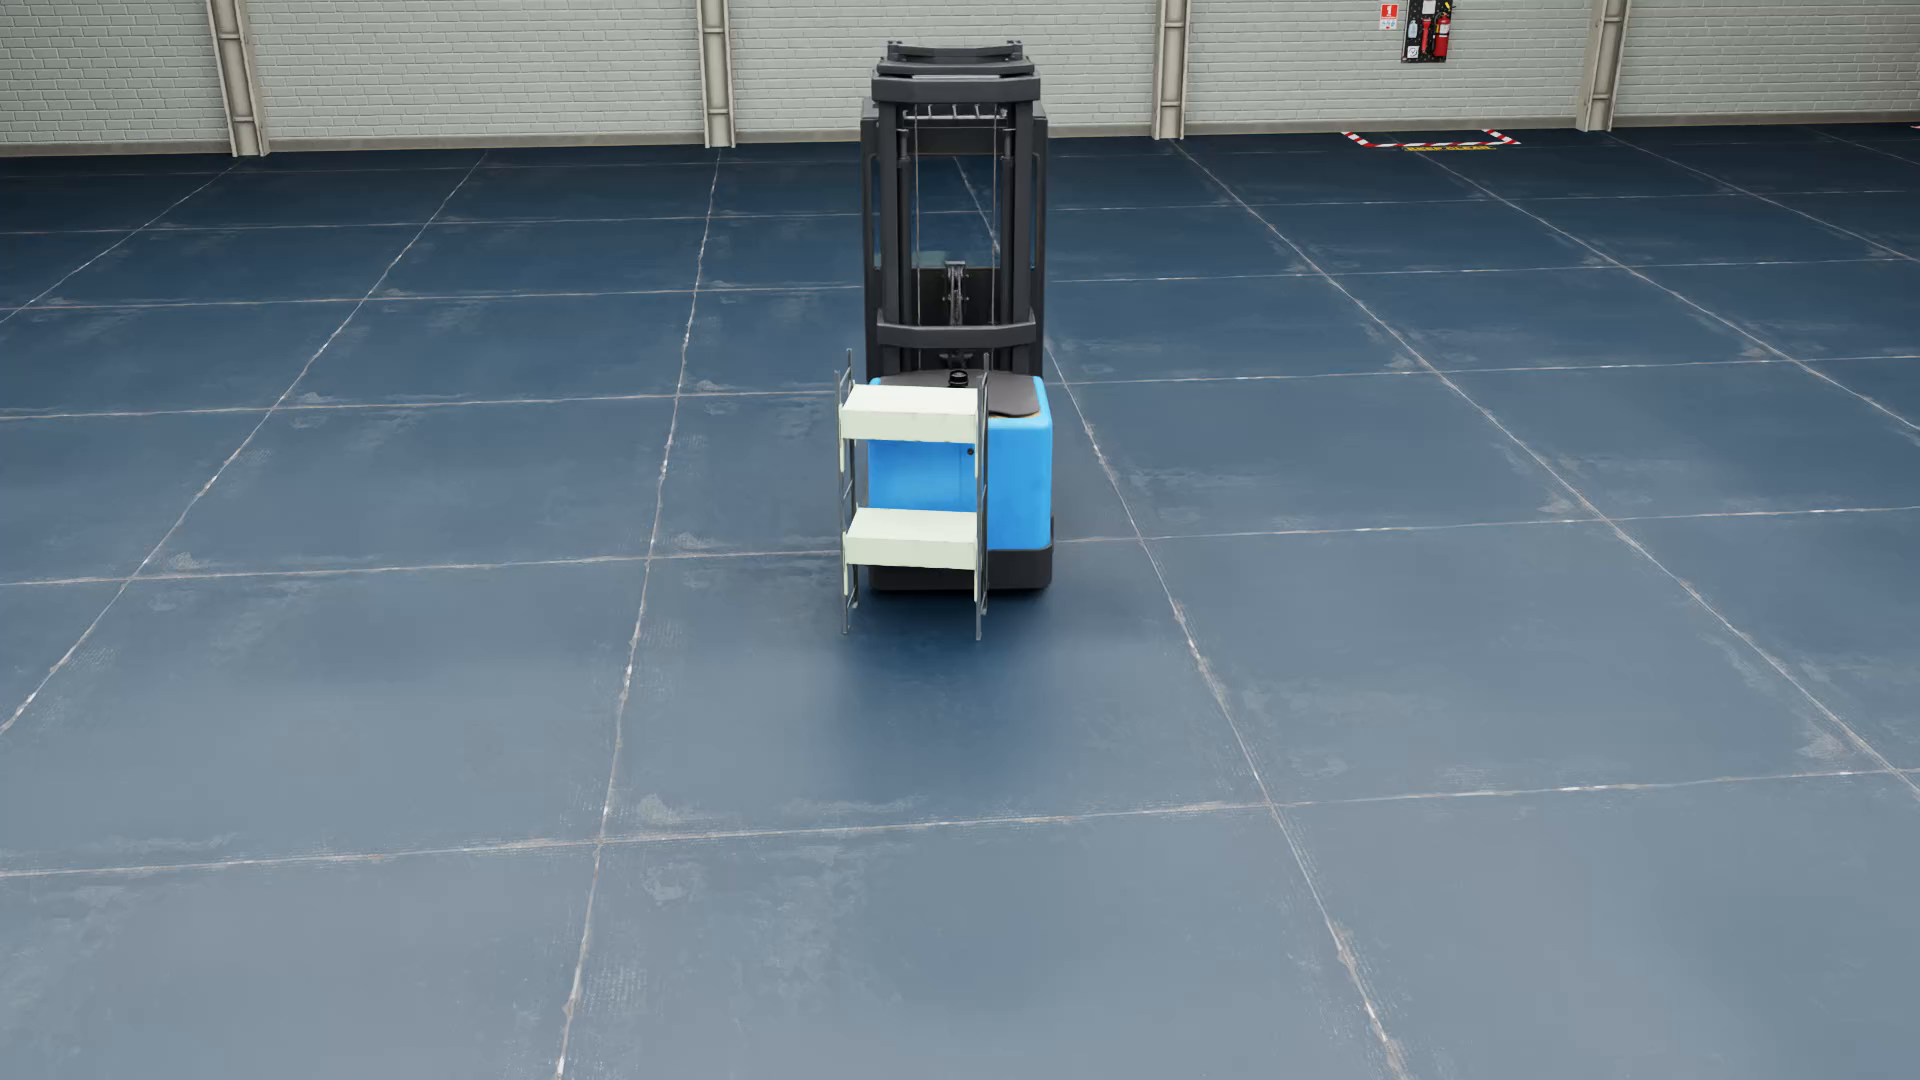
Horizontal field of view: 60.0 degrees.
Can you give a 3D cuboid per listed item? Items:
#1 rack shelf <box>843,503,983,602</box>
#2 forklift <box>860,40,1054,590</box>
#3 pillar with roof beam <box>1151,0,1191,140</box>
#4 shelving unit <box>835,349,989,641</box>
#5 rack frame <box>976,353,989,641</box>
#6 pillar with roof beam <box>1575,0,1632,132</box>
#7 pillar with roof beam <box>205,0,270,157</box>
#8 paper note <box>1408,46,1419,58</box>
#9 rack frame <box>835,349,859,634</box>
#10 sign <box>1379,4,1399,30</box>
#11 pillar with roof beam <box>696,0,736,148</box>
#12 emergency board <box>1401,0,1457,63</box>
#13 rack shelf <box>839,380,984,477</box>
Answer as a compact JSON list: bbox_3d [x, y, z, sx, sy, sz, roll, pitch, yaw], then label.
[{"bbox_3d":[-0.244,0.062,9.066,0.720,0.370,0.431,3,24,6],"label":"rack shelf"},{"bbox_3d":[-0.043,-1.608,10.260,1.130,2.935,3.031,-1,24,-2],"label":"forklift"},{"bbox_3d":[3.229,-7.831,16.789,0.400,9.000,9.100,-2,24,-5],"label":"pillar with roof beam"},{"bbox_3d":[-0.244,-0.236,8.933,0.755,1.500,0.431,3,24,6],"label":"shelving unit"},{"bbox_3d":[0.120,-0.220,8.897,0.023,1.500,0.400,3,24,6],"label":"rack frame"},{"bbox_3d":[9.200,-8.070,17.328,0.400,9.000,9.100,-2,24,-5],"label":"pillar with roof beam"},{"bbox_3d":[-8.712,-7.352,15.711,0.400,9.000,9.100,-2,24,-5],"label":"pillar with roof beam"},{"bbox_3d":[6.131,-6.604,22.499,0.142,0.148,0.016,-2,24,-5],"label":"paper note"},{"bbox_3d":[-0.608,-0.252,8.970,0.023,1.500,0.400,3,24,6],"label":"rack frame"},{"bbox_3d":[5.754,-7.022,22.311,0.234,0.329,0.001,-2,24,-5],"label":"sign"},{"bbox_3d":[-2.741,-7.591,16.250,0.400,9.000,9.100,-2,24,-5],"label":"pillar with roof beam"},{"bbox_3d":[6.314,-6.986,22.274,0.643,1.169,0.194,-2,24,-5],"label":"emergency board"},{"bbox_3d":[-0.244,-0.592,8.775,0.720,0.370,0.431,3,24,6],"label":"rack shelf"}]
